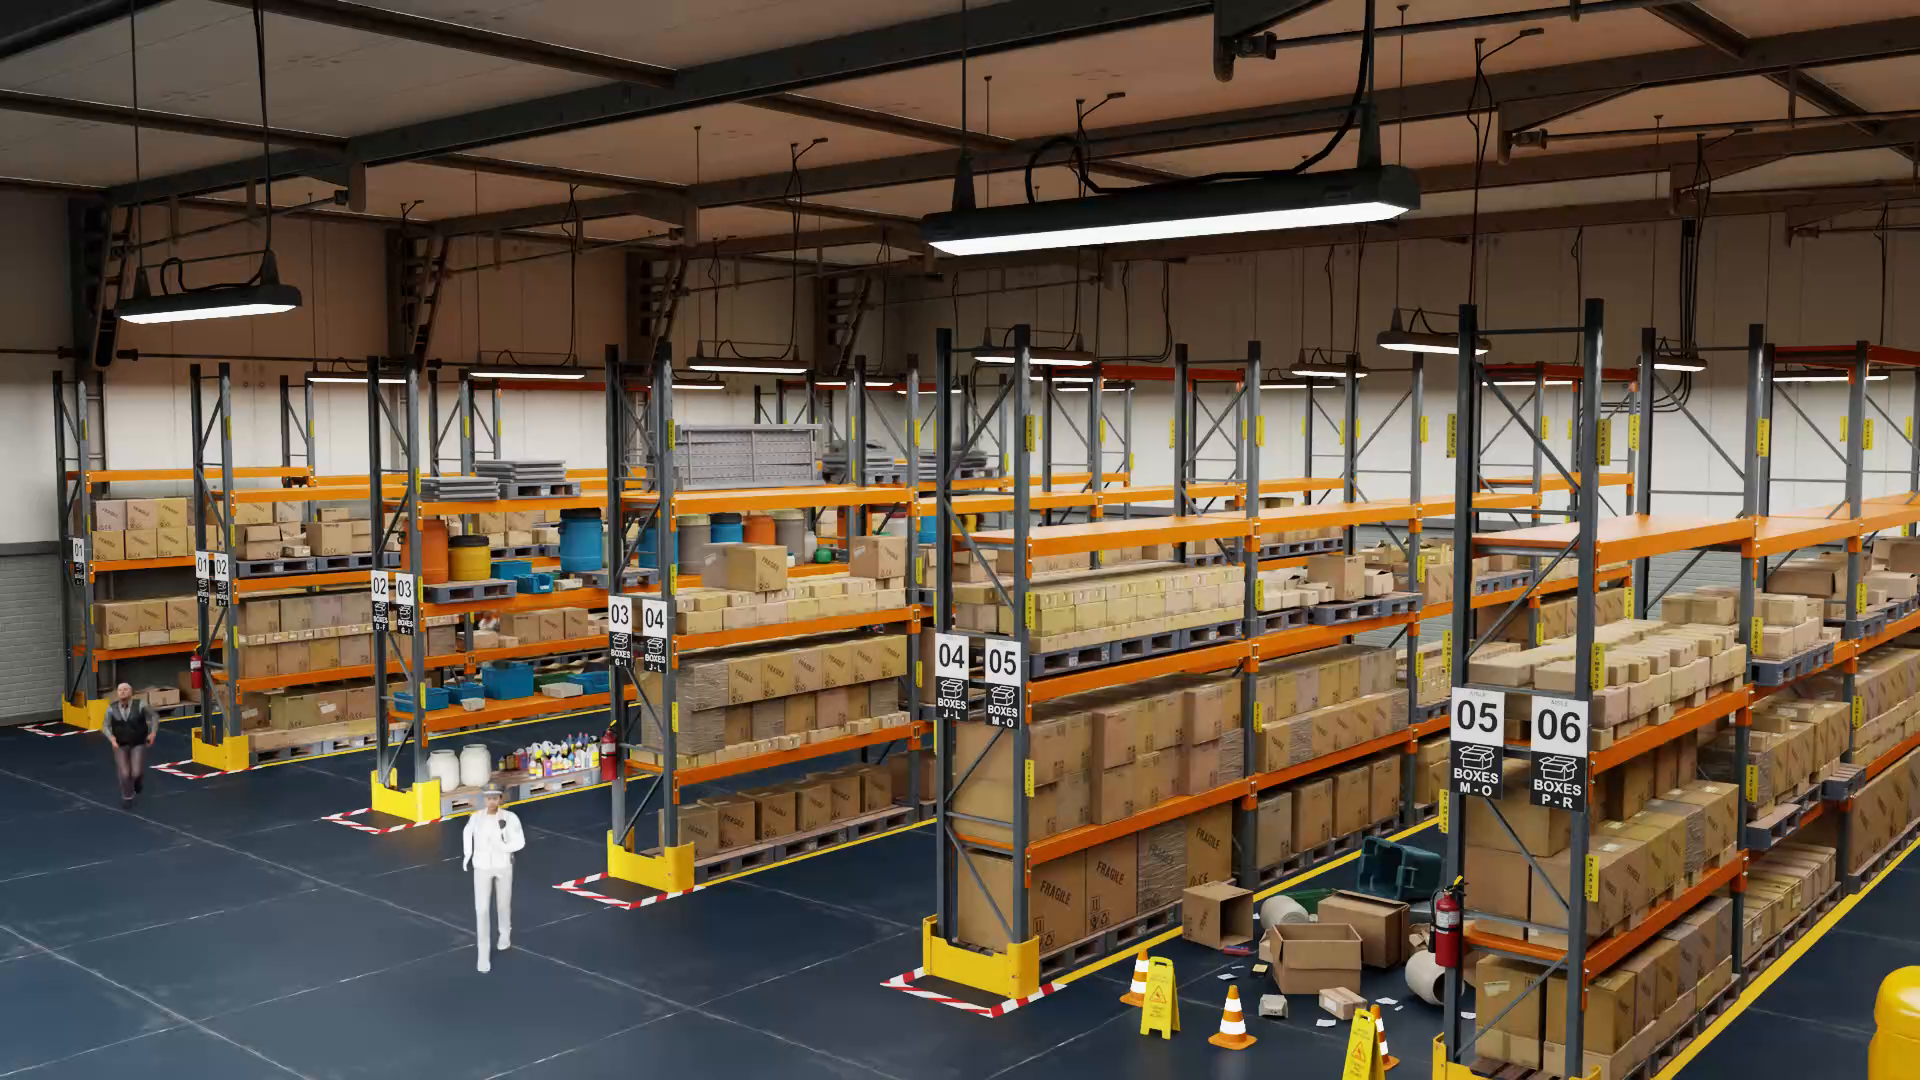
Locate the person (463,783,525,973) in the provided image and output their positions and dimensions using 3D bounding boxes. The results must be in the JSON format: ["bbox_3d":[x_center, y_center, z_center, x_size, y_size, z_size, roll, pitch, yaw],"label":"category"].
[{"bbox_3d":[-4.449,3.162,15.874,0.593,1.726,0.780,-1,4,-11],"label":"person"}]

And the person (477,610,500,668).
[{"bbox_3d":[-8.563,2.049,30.183,0.650,1.781,0.962,3,5,36],"label":"person"}]

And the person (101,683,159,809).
[{"bbox_3d":[-11.056,2.740,22.155,0.678,1.688,0.639,-1,4,-19],"label":"person"}]
